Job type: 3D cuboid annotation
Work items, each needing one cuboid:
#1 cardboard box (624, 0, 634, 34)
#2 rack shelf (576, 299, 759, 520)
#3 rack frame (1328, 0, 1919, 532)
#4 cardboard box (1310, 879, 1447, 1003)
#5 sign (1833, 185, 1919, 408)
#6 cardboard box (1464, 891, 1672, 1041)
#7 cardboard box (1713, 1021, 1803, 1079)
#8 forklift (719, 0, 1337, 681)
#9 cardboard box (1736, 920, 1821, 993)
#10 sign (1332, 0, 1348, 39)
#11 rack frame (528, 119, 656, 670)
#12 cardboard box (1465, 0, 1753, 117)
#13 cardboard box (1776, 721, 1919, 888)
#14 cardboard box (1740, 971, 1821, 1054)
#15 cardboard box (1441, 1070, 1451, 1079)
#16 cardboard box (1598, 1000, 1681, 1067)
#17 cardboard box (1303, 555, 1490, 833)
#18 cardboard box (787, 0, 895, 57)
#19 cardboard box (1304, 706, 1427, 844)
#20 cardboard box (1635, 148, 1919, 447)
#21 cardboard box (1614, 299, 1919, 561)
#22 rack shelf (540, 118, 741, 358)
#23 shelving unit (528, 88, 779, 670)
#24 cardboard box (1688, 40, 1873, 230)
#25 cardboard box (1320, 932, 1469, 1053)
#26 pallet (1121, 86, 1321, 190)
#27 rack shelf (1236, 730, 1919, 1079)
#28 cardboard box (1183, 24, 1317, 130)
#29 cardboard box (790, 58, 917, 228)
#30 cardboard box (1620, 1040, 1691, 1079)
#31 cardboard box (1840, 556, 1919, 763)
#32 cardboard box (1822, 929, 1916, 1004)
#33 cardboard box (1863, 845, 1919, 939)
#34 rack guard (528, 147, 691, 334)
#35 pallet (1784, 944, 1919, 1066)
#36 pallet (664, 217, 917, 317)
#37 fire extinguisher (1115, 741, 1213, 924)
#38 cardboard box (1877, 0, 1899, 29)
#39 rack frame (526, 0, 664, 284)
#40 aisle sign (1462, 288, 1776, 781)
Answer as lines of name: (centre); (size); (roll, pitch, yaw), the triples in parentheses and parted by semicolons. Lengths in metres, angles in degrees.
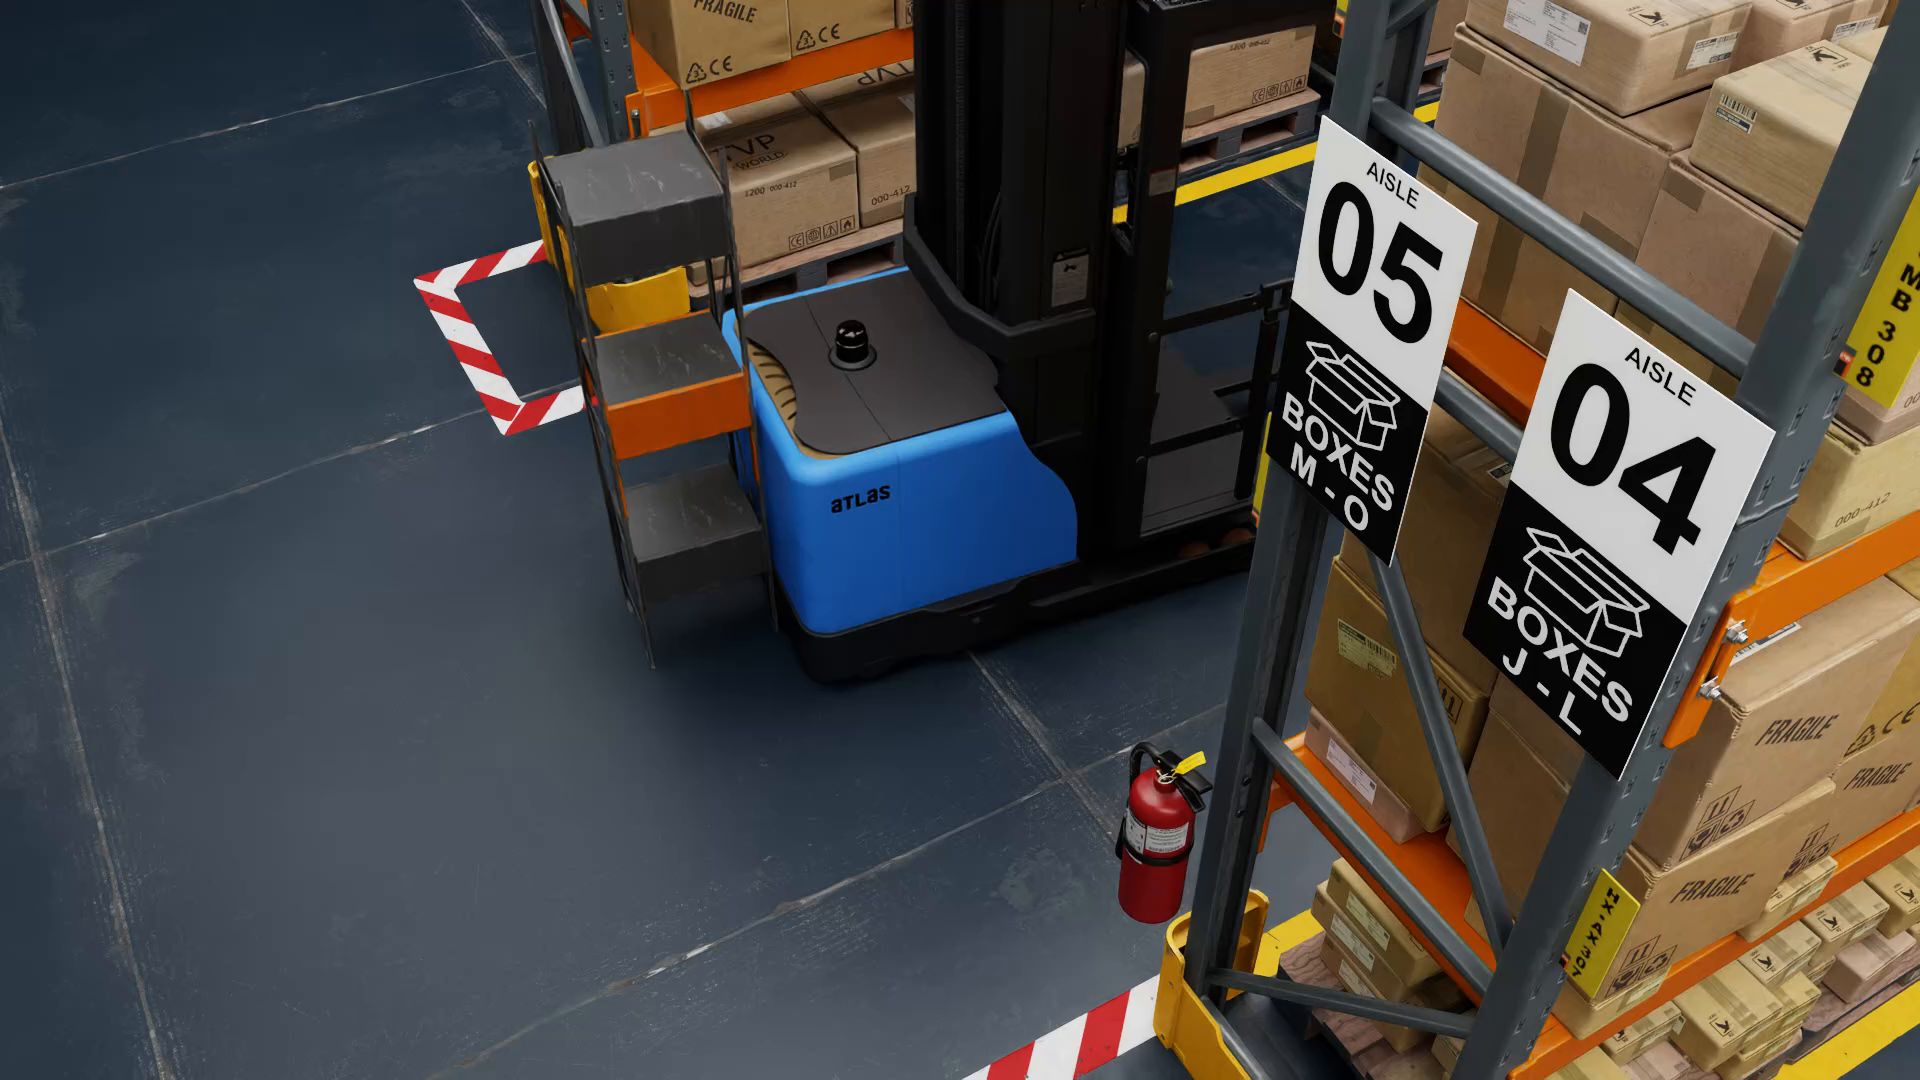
cardboard box: (-1.315, -2.577, 7.180); (0.500, 0.500, 0.500); (-22, 48, -21)
rack shelf: (-1.004, -0.452, 5.727); (0.480, 0.518, 0.431); (-16, 47, -16)
rack frame: (0.952, -1.413, 1.744); (0.127, 3.000, 1.000); (-22, 48, -21)
cardboard box: (1.268, 1.150, 4.943); (0.250, 0.149, 0.380); (-23, 49, -22)
sign: (1.223, -0.322, 2.147); (0.005, 0.325, 0.100); (-22, 48, -21)
cardboard box: (1.396, 0.916, 3.833); (0.250, 0.149, 0.380); (-22, 48, -21)
cardboard box: (2.240, 1.371, 4.929); (0.250, 0.149, 0.380); (-21, 48, -20)
forklift: (0.651, -1.206, 5.888); (3.031, 2.935, 1.130); (-16, 47, -16)
cardboard box: (2.211, 1.108, 4.773); (0.250, 0.149, 0.380); (-24, 49, -23)
sign: (0.693, -0.996, 2.833); (0.005, 0.325, 0.100); (-22, 48, -21)
rack frame: (-1.228, -0.395, 5.649); (0.015, 2.100, 0.400); (-16, 47, -16)
cardboard box: (1.094, -0.898, 2.830); (0.250, 0.149, 0.380); (-22, 48, -21)
cardboard box: (1.930, 0.408, 3.891); (0.500, 0.500, 0.500); (-22, 48, -21)
cardboard box: (2.244, 1.256, 4.834); (0.250, 0.149, 0.380); (-20, 48, -20)
cardboard box: (1.566, 1.624, 4.668); (0.250, 0.149, 0.380); (-21, 48, -20)
cardboard box: (1.755, 1.254, 4.622); (0.250, 0.149, 0.380); (-21, 48, -20)
cardboard box: (1.213, 0.286, 4.016); (0.500, 0.500, 0.500); (-21, 48, -20)
cardboard box: (-0.618, -2.435, 7.034); (0.500, 0.500, 0.500); (-22, 48, -21)
cardboard box: (1.094, 0.547, 4.213); (0.250, 0.149, 0.380); (-22, 48, -21)
cardboard box: (1.471, -0.461, 2.666); (0.500, 0.250, 0.500); (-21, 48, -20)
cardboard box: (1.469, -0.284, 2.842); (0.500, 0.250, 0.500); (-20, 48, -20)
rack shelf: (-1.004, -0.954, 5.240); (0.480, 0.518, 0.431); (-16, 47, -16)
shelving unit: (-1.004, -0.461, 5.718); (0.503, 2.100, 0.431); (-16, 47, -16)
cardboard box: (1.346, -0.580, 2.502); (0.250, 0.149, 0.380); (-22, 48, -21)
cardboard box: (1.305, 1.304, 4.998); (0.250, 0.149, 0.380); (-21, 48, -20)
pallet: (1.168, -2.384, 9.055); (1.213, 0.211, 1.003); (-22, 48, -21)
rack shelf: (2.686, 0.304, 4.799); (4.000, 0.370, 1.077); (-22, 48, -21)
cardboard box: (1.269, -2.680, 8.896); (0.875, 0.438, 0.875); (-22, 48, -21)
cardboard box: (-0.290, -2.057, 8.254); (0.875, 0.438, 0.875); (-21, 48, -20)
cardboard box: (1.800, 1.418, 4.667); (0.250, 0.149, 0.380); (-22, 48, -21)
cardboard box: (1.908, 0.064, 3.527); (0.500, 0.500, 0.500); (-20, 48, -20)
cardboard box: (2.673, 1.191, 5.114); (0.250, 0.149, 0.380); (-24, 49, -23)
cardboard box: (2.707, 0.954, 4.932); (0.250, 0.149, 0.380); (-21, 48, -20)
rack guard: (-1.622, -1.309, 7.739); (0.348, 0.500, 1.175); (-22, 48, -21)
pallet: (2.797, 1.034, 5.533); (1.213, 0.211, 1.003); (-22, 48, -21)
pallet: (-0.947, -1.538, 8.183); (1.213, 0.211, 1.003); (-22, 48, -21)
fire extinguisher: (0.504, 0.710, 4.187); (0.183, 0.674, 0.296); (-22, 48, -21)
cardboard box: (1.579, -1.014, 2.949); (0.250, 0.149, 0.380); (-23, 49, -22)
rack frame: (-1.602, -2.214, 6.877); (0.127, 3.000, 1.000); (-22, 48, -21)
aisle sign: (1.038, 0.014, 2.715); (0.004, 0.787, 0.394); (-22, 48, -21)
